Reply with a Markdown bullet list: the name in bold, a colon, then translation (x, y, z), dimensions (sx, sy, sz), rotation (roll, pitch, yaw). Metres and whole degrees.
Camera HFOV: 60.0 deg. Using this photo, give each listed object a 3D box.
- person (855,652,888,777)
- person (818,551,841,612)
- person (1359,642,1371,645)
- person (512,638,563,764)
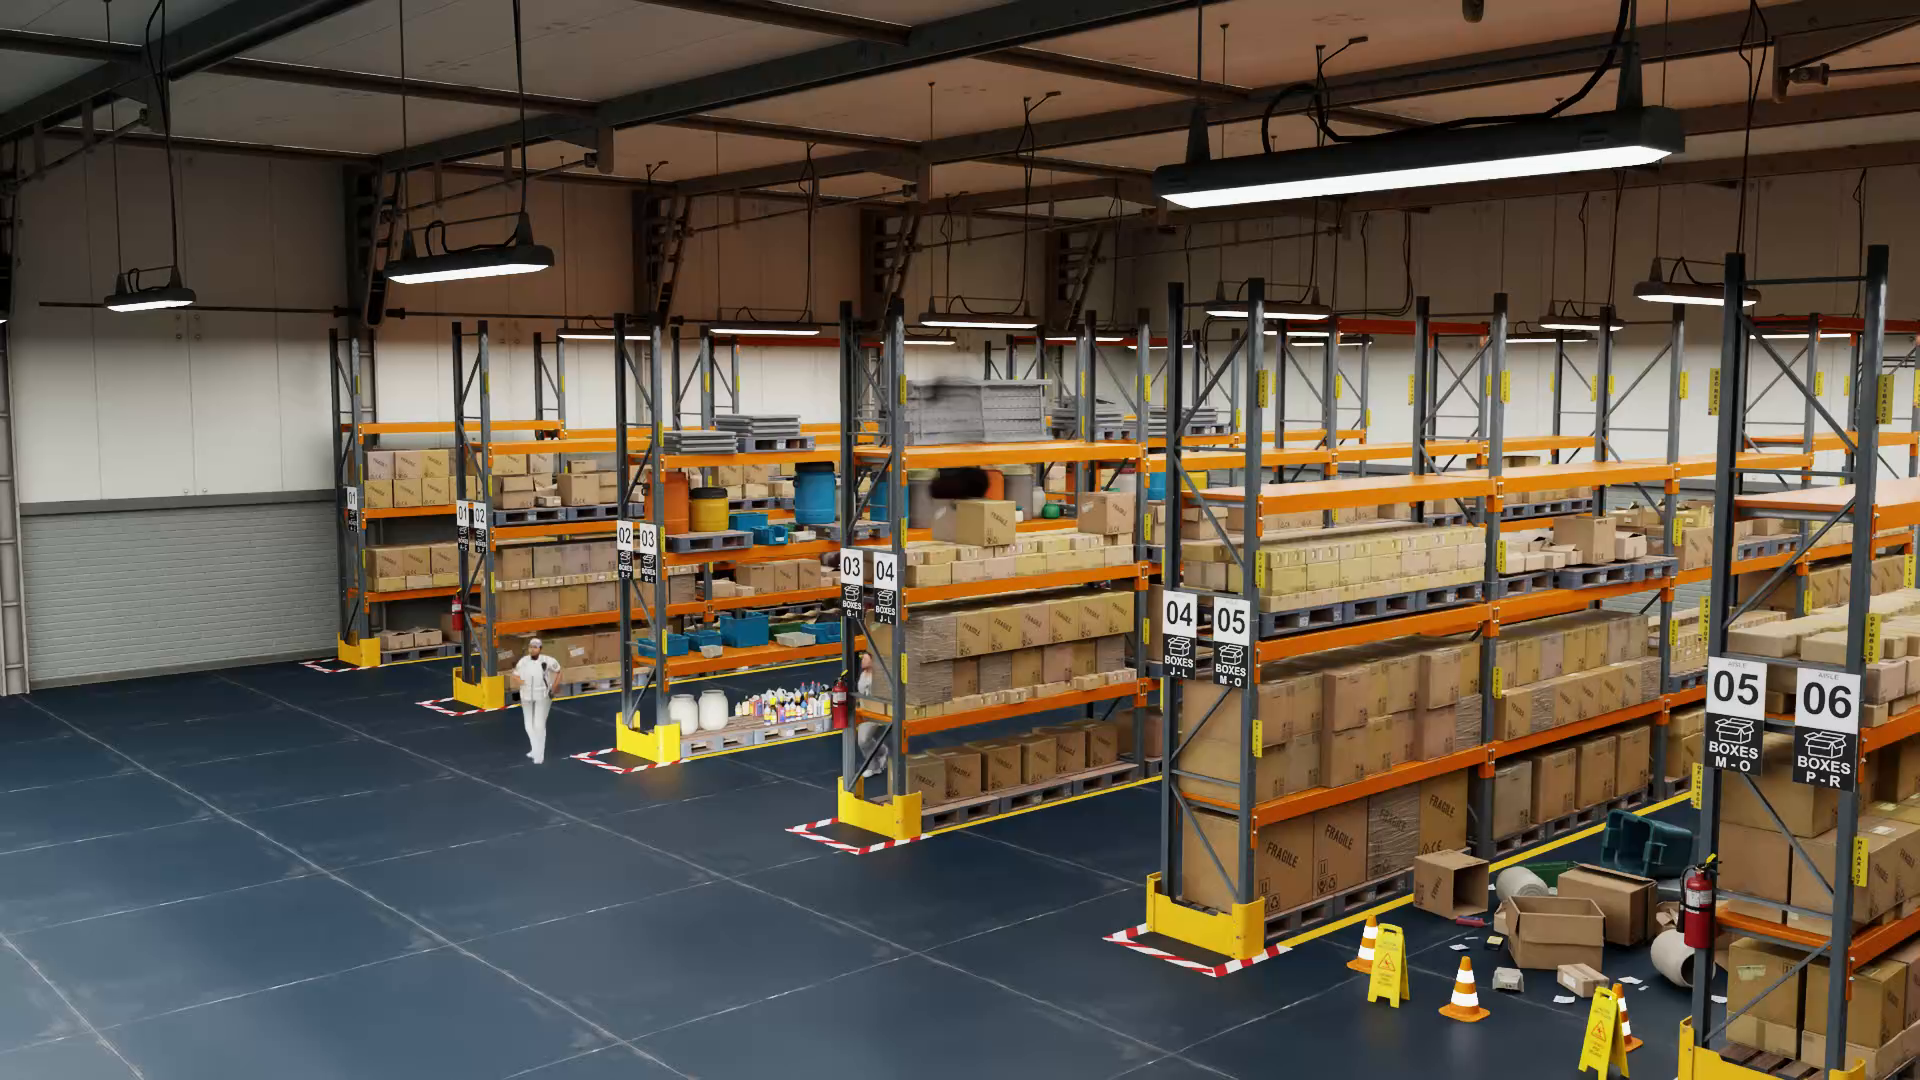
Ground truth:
- **person**: translation (-1.153, 2.242, 21.458), dimensions (0.571, 1.633, 0.532), rotation (5, 8, 43)
- **person**: translation (-2.683, 0.863, 34.588), dimensions (0.733, 1.791, 0.925), rotation (4, 7, 33)
- **person**: translation (5.301, 2.142, 21.793), dimensions (0.675, 1.709, 0.906), rotation (3, 7, 30)
- **person**: translation (-5.664, 2.156, 22.254), dimensions (0.630, 1.708, 0.641), rotation (0, 6, 4)
